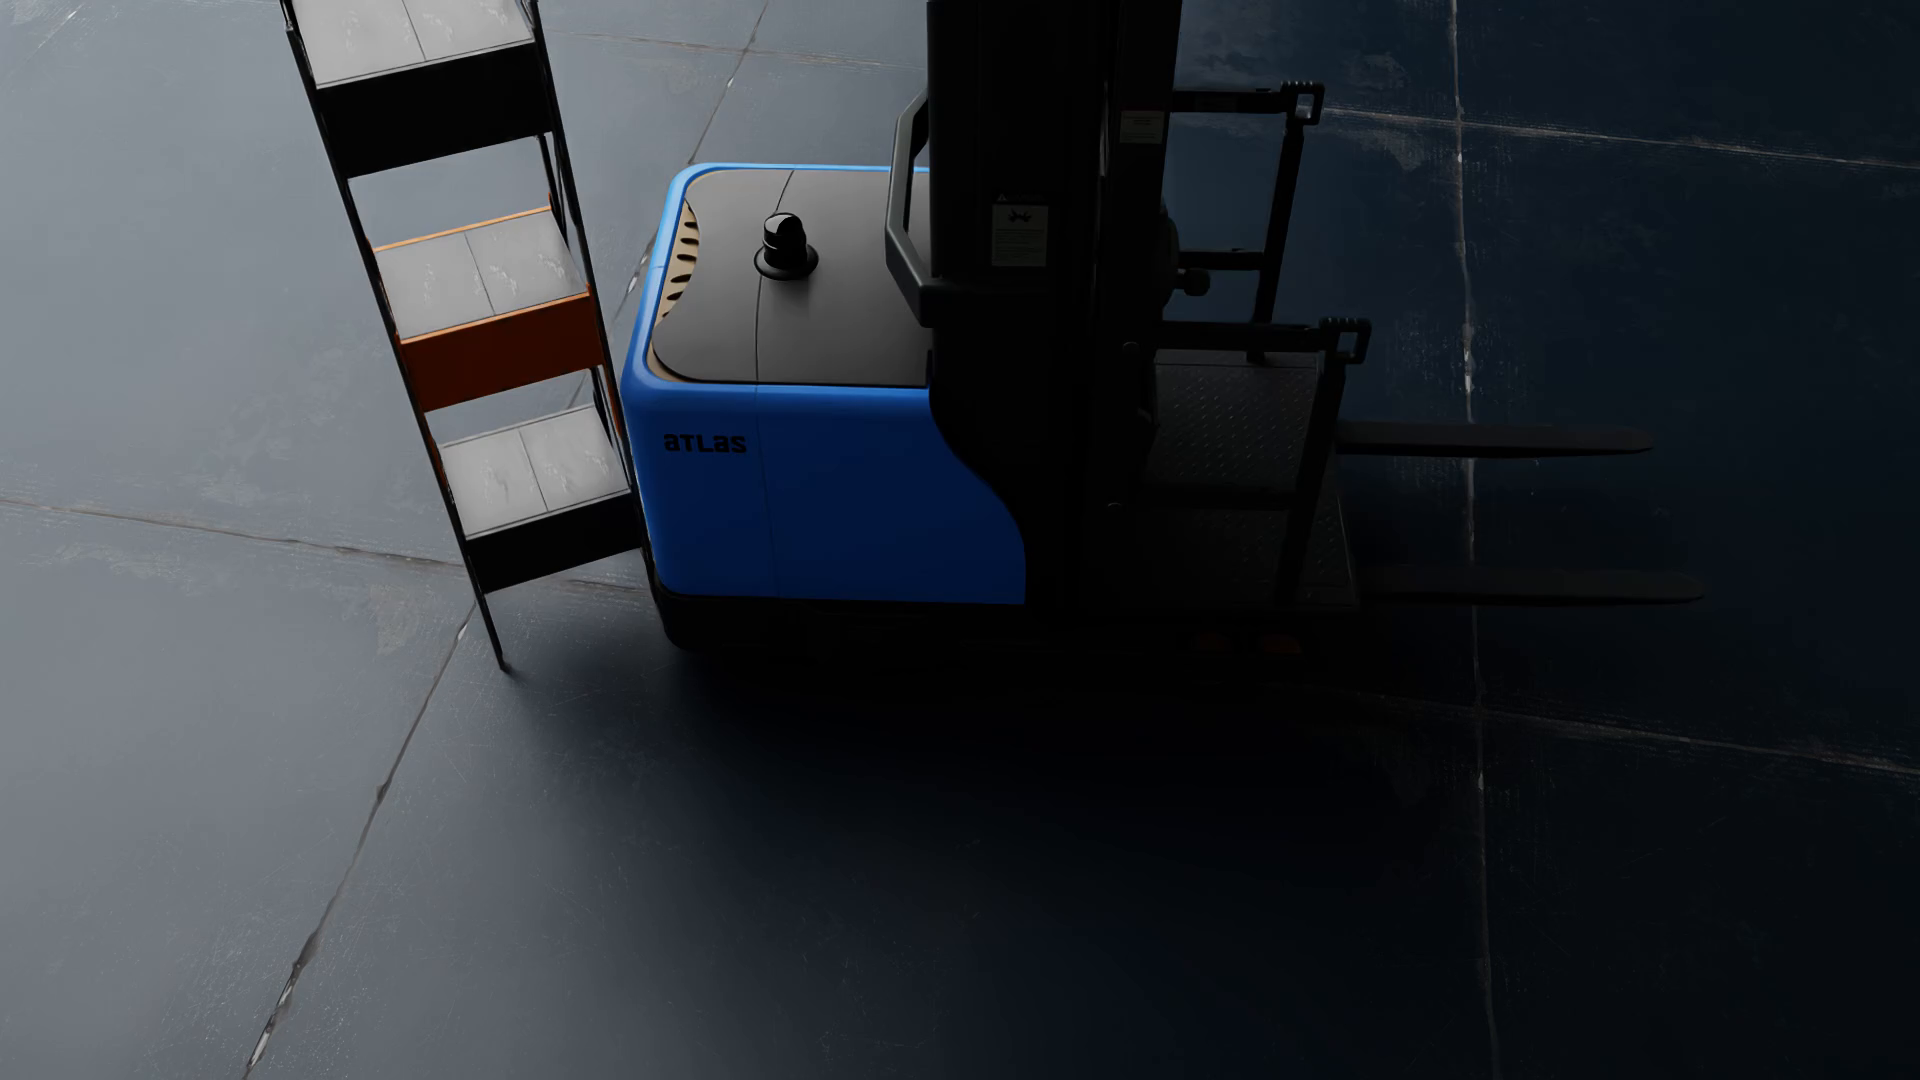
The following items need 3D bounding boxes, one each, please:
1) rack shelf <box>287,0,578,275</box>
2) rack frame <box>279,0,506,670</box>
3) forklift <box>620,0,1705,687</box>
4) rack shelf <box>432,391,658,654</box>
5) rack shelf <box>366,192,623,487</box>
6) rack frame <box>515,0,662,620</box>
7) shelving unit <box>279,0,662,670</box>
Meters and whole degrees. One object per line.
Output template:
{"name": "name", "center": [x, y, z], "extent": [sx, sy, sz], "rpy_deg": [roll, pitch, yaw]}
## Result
{"name": "rack shelf", "center": [-1.203, -0.989, 3.804], "extent": [0.480, 0.518, 0.431], "rpy_deg": [-18, 50, -15]}
{"name": "rack frame", "center": [-1.427, -0.458, 4.249], "extent": [0.015, 2.100, 0.400], "rpy_deg": [-18, 50, -15]}
{"name": "forklift", "center": [0.653, -0.957, 4.139], "extent": [3.031, 2.935, 1.130], "rpy_deg": [2, 48, 1]}
{"name": "rack shelf", "center": [-1.202, -0.051, 4.843], "extent": [0.480, 0.518, 0.431], "rpy_deg": [-18, 50, -15]}
{"name": "rack shelf", "center": [-1.202, -0.520, 4.323], "extent": [0.480, 0.518, 0.431], "rpy_deg": [-18, 50, -15]}
{"name": "rack frame", "center": [-0.978, -0.601, 4.377], "extent": [0.015, 2.100, 0.400], "rpy_deg": [-18, 50, -15]}
{"name": "shelving unit", "center": [-1.202, -0.529, 4.313], "extent": [0.503, 2.100, 0.431], "rpy_deg": [-18, 50, -15]}
